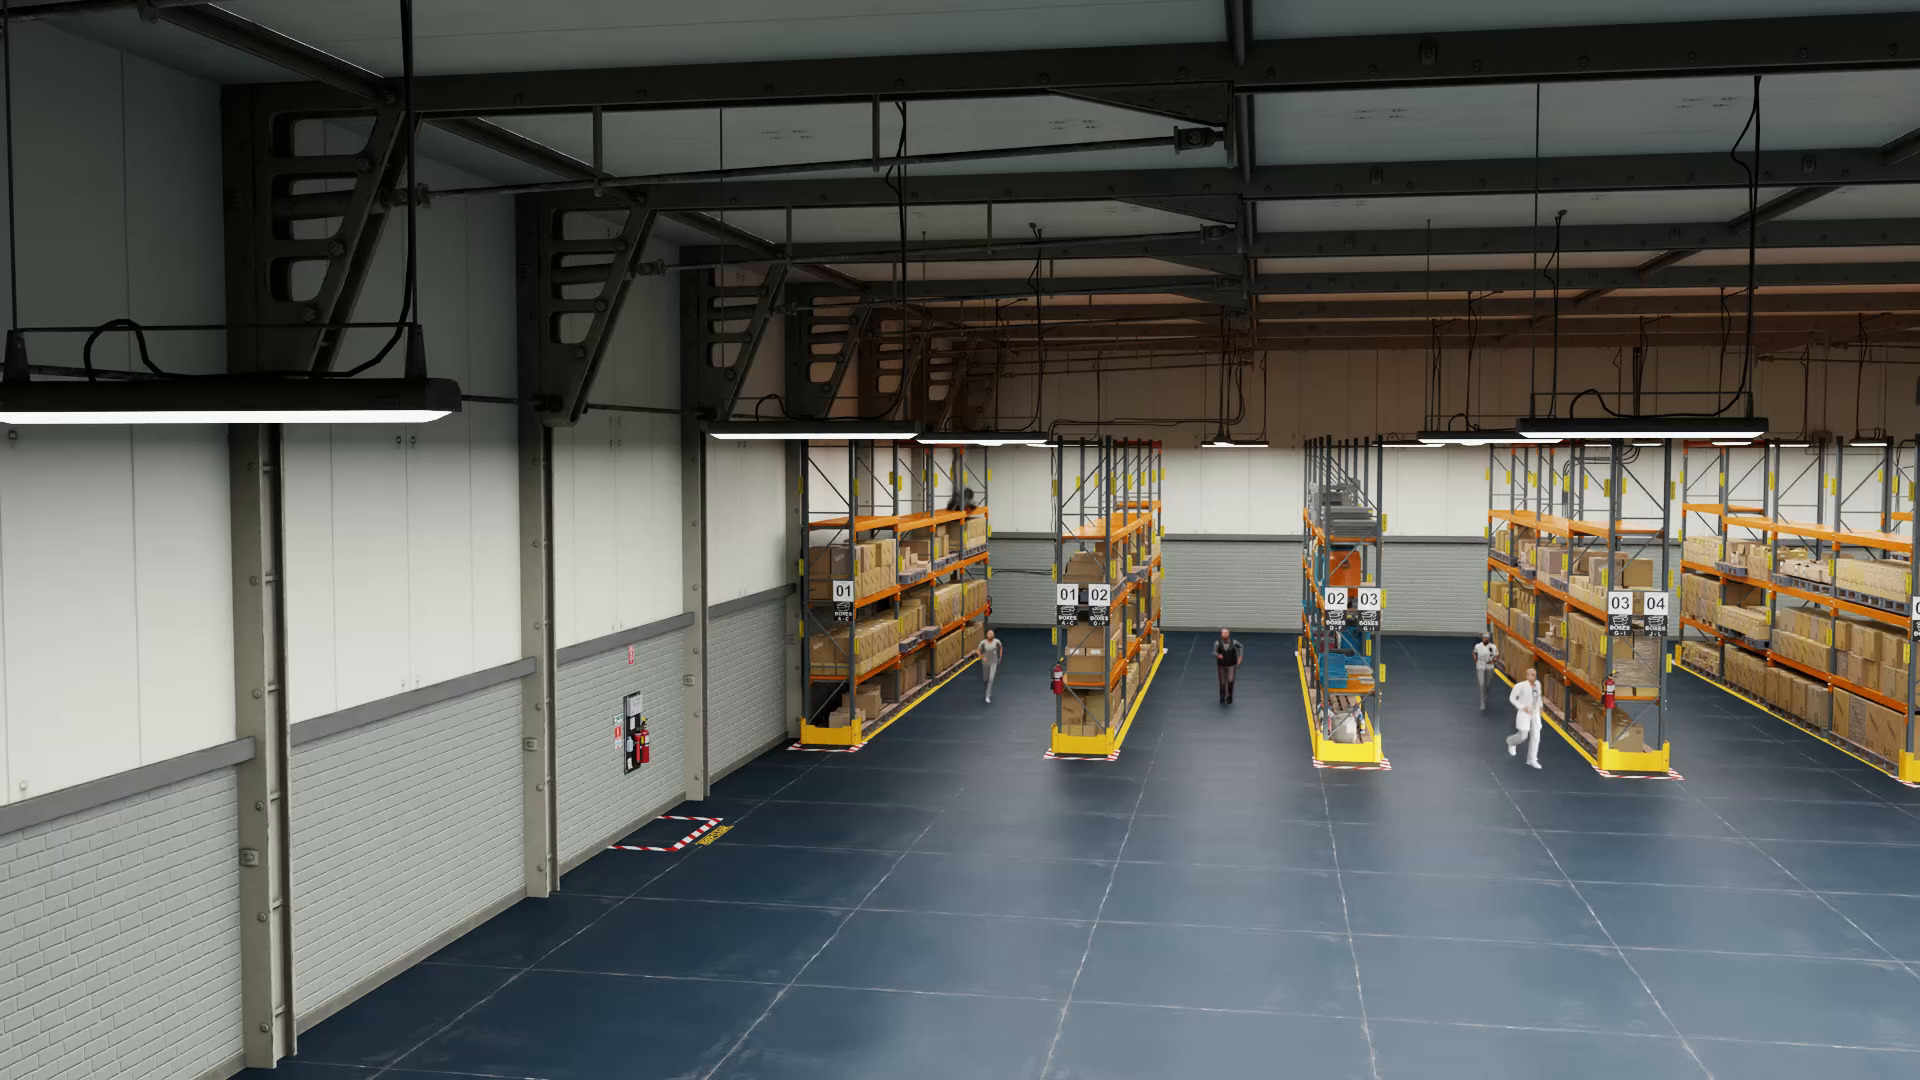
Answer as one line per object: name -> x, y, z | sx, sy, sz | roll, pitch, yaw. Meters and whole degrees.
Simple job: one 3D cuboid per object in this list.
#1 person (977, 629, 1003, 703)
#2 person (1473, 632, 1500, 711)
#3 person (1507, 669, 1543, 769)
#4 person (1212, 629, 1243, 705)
person -> 0.684, 2.842, 38.073 | 0.588, 1.661, 0.942 | 0, 3, -1
person -> 11.717, 2.886, 37.016 | 0.543, 1.719, 1.063 | 1, 3, 10
person -> 10.322, 3.212, 30.287 | 0.736, 1.768, 1.002 | -1, 3, -17
person -> 5.997, 2.842, 37.317 | 0.664, 1.701, 0.853 | 1, 3, 13
